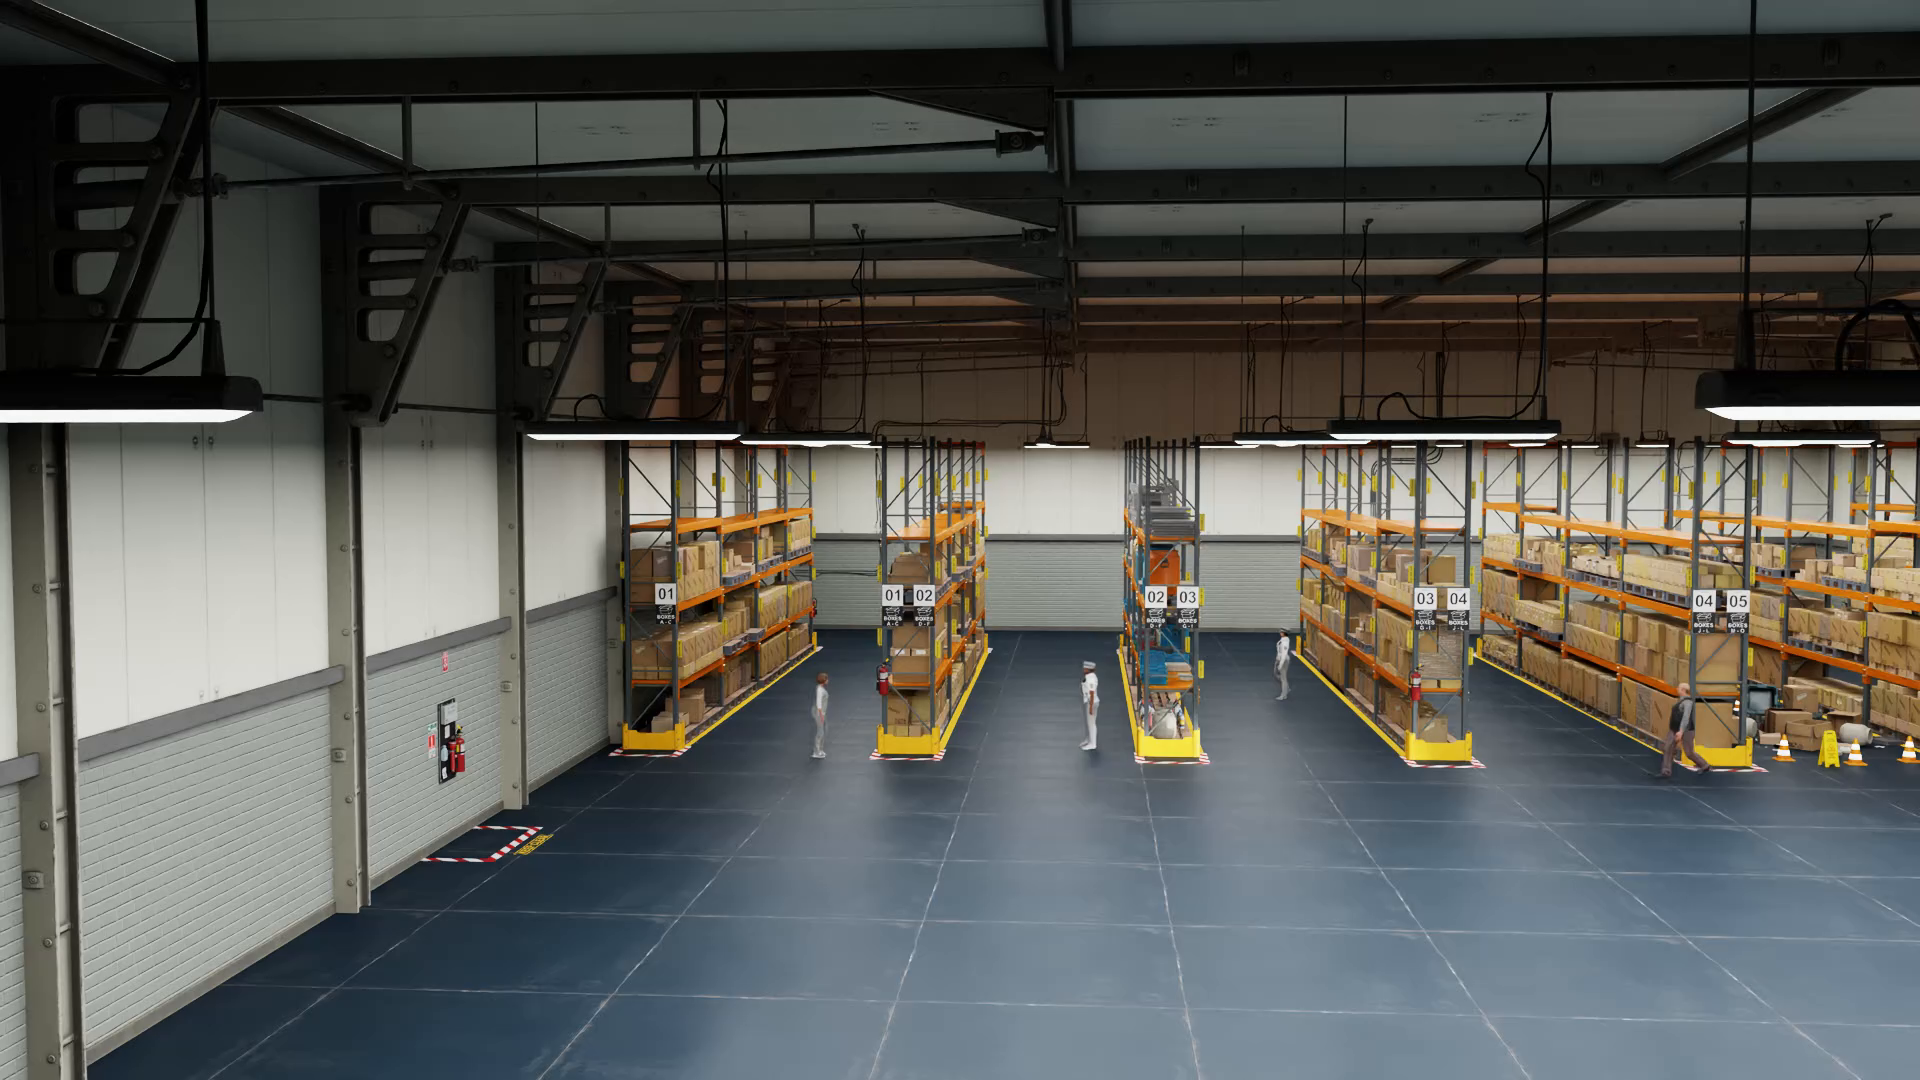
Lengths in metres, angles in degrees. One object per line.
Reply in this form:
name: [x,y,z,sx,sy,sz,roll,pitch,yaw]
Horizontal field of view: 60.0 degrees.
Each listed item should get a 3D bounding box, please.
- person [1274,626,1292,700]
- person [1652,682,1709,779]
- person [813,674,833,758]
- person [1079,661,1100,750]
person: [7.474,2.830,38.409,0.422,1.694,0.566,0,3,-6]
person: [12.604,3.329,28.973,0.943,1.700,0.501,-1,3,-23]
person: [-2.566,3.301,31.086,0.381,1.615,0.525,0,3,-1]
person: [2.492,3.172,32.011,0.387,1.678,0.542,0,3,1]
